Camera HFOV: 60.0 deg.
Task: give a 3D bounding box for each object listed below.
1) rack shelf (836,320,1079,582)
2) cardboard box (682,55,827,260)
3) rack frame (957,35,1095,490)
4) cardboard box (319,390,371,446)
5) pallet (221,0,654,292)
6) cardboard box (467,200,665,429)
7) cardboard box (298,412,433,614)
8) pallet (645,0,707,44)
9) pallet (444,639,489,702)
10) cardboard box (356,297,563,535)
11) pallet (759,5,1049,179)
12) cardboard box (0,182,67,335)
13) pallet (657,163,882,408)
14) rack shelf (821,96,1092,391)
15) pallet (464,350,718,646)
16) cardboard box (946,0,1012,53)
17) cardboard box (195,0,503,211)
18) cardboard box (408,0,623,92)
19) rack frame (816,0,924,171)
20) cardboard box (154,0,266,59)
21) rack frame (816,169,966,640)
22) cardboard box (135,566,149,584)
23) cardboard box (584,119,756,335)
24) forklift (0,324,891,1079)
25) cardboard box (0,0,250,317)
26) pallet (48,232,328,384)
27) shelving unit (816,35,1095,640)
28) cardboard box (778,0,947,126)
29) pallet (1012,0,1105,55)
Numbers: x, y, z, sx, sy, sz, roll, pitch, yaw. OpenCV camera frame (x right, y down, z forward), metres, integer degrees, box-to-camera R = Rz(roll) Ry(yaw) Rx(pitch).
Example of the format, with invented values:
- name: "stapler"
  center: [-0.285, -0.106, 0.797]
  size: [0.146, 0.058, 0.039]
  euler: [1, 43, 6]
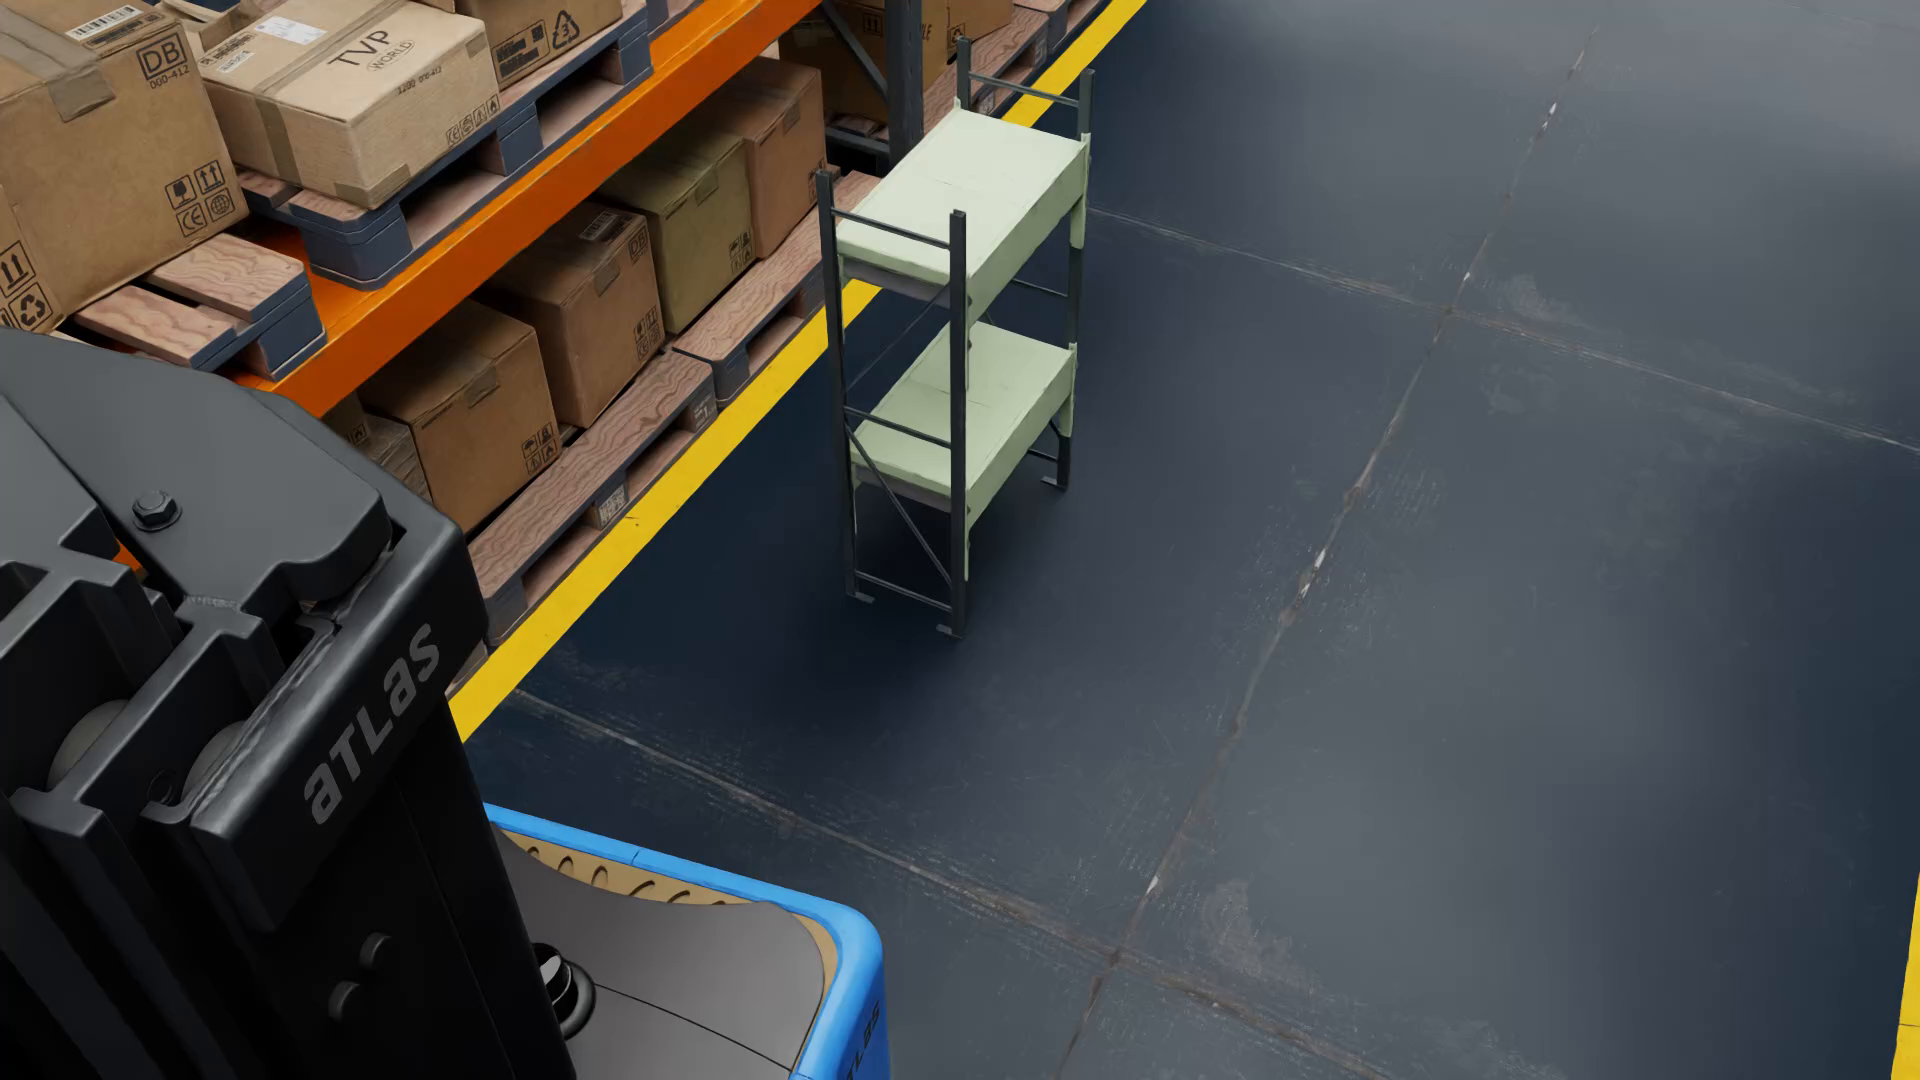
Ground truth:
- name: "rack shelf"
  center: [0.003, -0.302, 4.953]
  size: [0.431, 0.370, 0.720]
  euler: [20, 49, 19]
- name: "cardboard box"
  center: [-0.911, -1.430, 6.003]
  size: [0.700, 0.500, 0.500]
  euler: [17, 48, 16]
- name: "rack frame"
  center: [0.173, -0.762, 4.949]
  size: [0.400, 1.500, 0.023]
  euler: [20, 49, 19]
- name: "cardboard box"
  center: [-1.942, -0.323, 4.381]
  size: [0.500, 0.250, 0.500]
  euler: [26, 51, 23]
- name: "pallet"
  center: [-1.581, -1.207, 4.469]
  size: [1.003, 0.211, 1.213]
  euler: [20, 49, 19]
- name: "cardboard box"
  center: [-1.408, -0.783, 5.363]
  size: [0.700, 0.500, 0.500]
  euler: [17, 48, 16]
- name: "cardboard box"
  center: [-1.924, -0.072, 4.661]
  size: [0.700, 0.500, 0.500]
  euler: [17, 48, 16]
- name: "pallet"
  center: [-1.090, -2.033, 5.285]
  size: [1.003, 0.211, 1.213]
  euler: [20, 49, 19]
- name: "pallet"
  center: [-2.099, 0.474, 4.633]
  size: [1.003, 0.211, 1.213]
  euler: [20, 49, 19]
- name: "cardboard box"
  center: [-1.667, -0.432, 5.016]
  size: [0.700, 0.500, 0.500]
  euler: [24, 50, 22]
- name: "pallet"
  center: [-0.326, -1.988, 7.067]
  size: [1.003, 0.211, 1.213]
  euler: [20, 49, 19]
- name: "cardboard box"
  center: [-2.248, -0.550, 3.319]
  size: [0.500, 0.500, 0.500]
  euler: [15, 47, 14]
- name: "pallet"
  center: [-0.967, -1.063, 6.152]
  size: [1.003, 0.211, 1.213]
  euler: [20, 49, 19]
- name: "rack shelf"
  center: [0.003, -0.806, 4.443]
  size: [0.431, 0.370, 0.720]
  euler: [20, 49, 19]
- name: "pallet"
  center: [-1.532, -0.291, 5.389]
  size: [1.003, 0.211, 1.213]
  euler: [20, 49, 19]
- name: "cardboard box"
  center: [-0.126, -2.405, 6.980]
  size: [0.500, 0.500, 0.500]
  euler: [-34, 55, -29]
- name: "cardboard box"
  center: [-1.482, -1.089, 4.027]
  size: [0.500, 0.250, 0.500]
  euler: [19, 48, 18]
- name: "cardboard box"
  center: [-1.330, -1.595, 4.350]
  size: [0.797, 0.503, 0.637]
  euler: [25, 51, 23]
- name: "rack frame"
  center: [-0.607, -2.534, 5.645]
  size: [1.000, 3.000, 0.127]
  euler: [20, 49, 19]
- name: "cardboard box"
  center: [-1.929, -1.254, 4.180]
  size: [0.396, 0.266, 0.258]
  euler: [19, 48, 18]
- name: "rack frame"
  center: [-0.167, -0.301, 4.493]
  size: [0.400, 1.500, 0.023]
  euler: [20, 49, 19]
- name: "cardboard box"
  center: [-2.179, 0.014, 4.048]
  size: [0.500, 0.250, 0.500]
  euler: [22, 49, 21]
- name: "cardboard box"
  center: [-1.149, -1.136, 5.712]
  size: [0.700, 0.500, 0.500]
  euler: [20, 49, 19]
- name: "forklift"
  center: [-1.065, 1.310, 1.895]
  size: [1.130, 2.935, 3.031]
  euler: [13, 47, 13]
- name: "cardboard box"
  center: [-2.078, -0.935, 3.699]
  size: [0.700, 0.500, 0.500]
  euler: [28, 51, 25]
- name: "pallet"
  center: [-2.227, -0.431, 3.702]
  size: [1.213, 0.211, 1.003]
  euler: [20, 49, 19]
- name: "shelving unit"
  center: [0.003, -0.531, 4.721]
  size: [0.431, 1.500, 0.755]
  euler: [20, 49, 19]
- name: "cardboard box"
  center: [-0.386, -2.042, 6.621]
  size: [0.500, 0.500, 0.500]
  euler: [19, 48, 18]
- name: "pallet"
  center: [0.239, -2.760, 7.829]
  size: [1.003, 0.211, 1.213]
  euler: [20, 49, 19]
